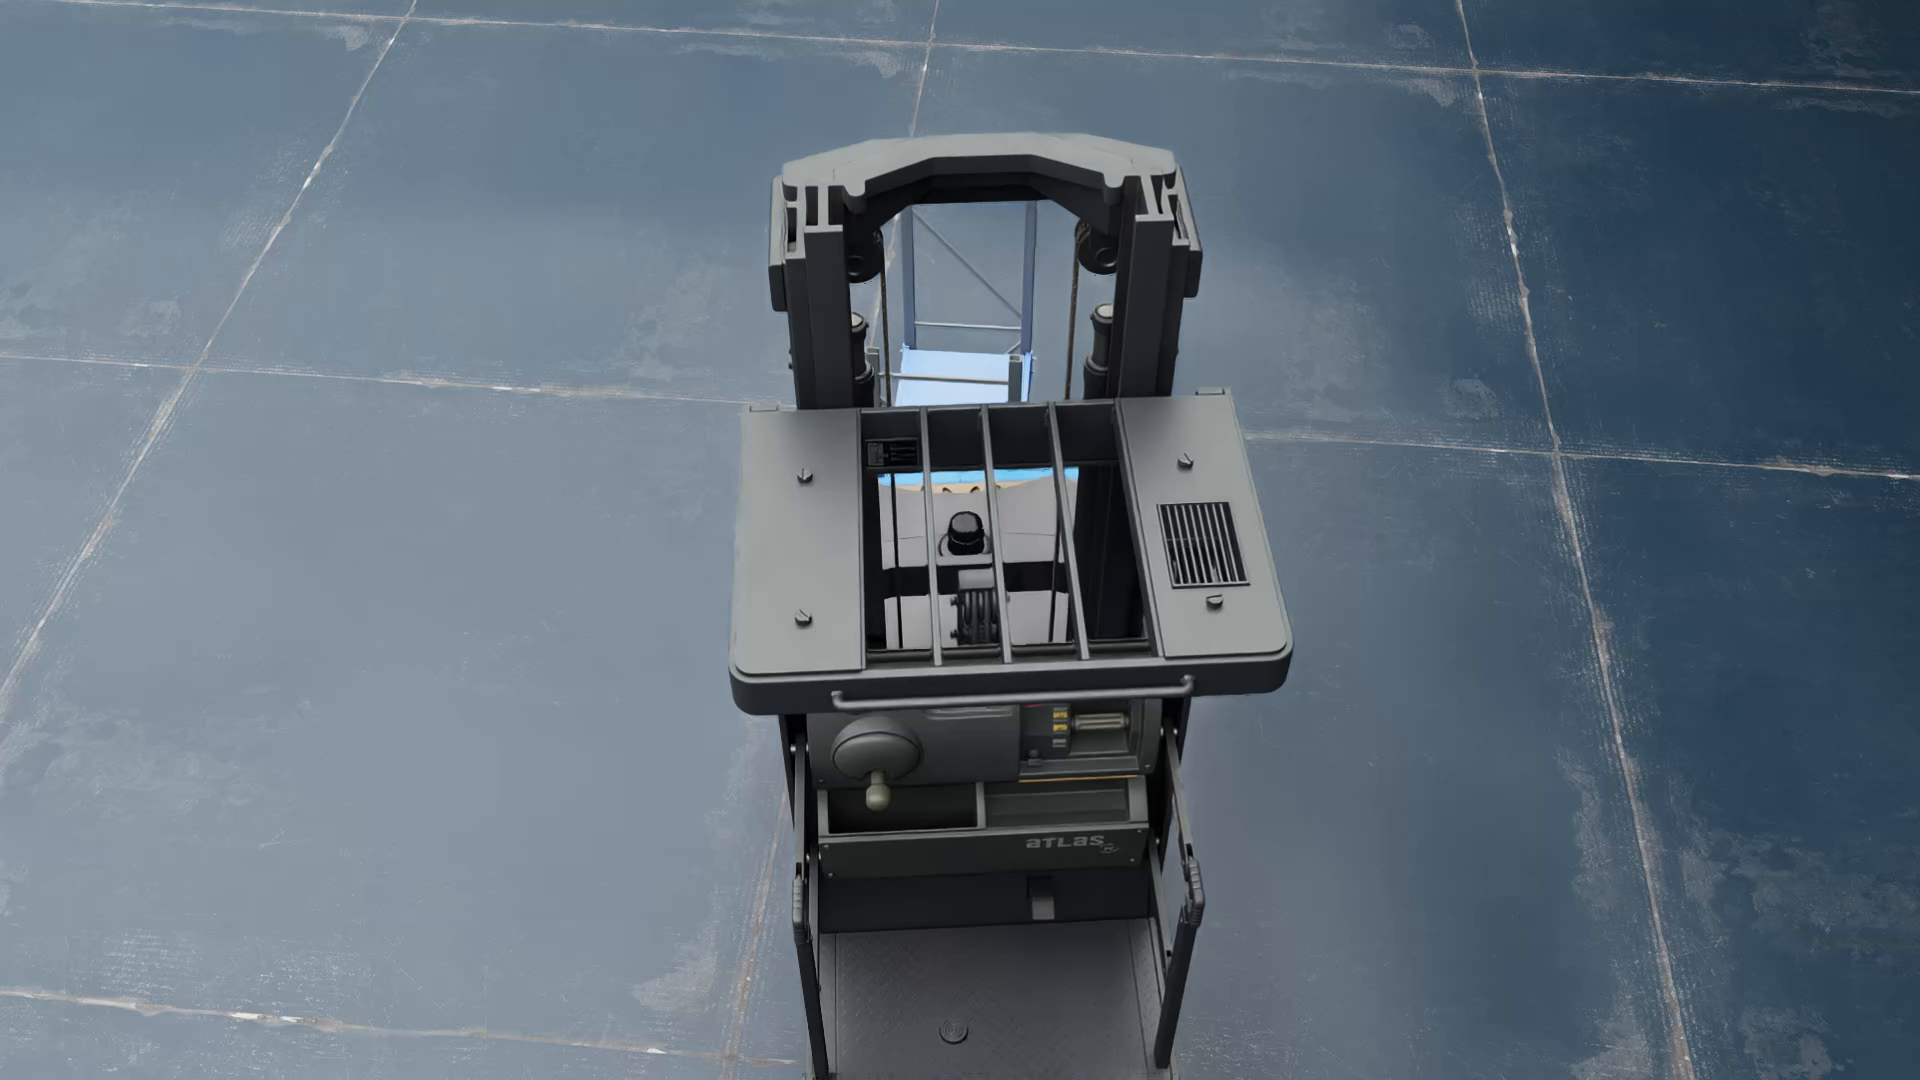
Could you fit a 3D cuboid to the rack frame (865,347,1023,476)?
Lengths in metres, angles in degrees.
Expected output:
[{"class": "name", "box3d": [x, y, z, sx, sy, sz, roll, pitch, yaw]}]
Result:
[{"class": "rack frame", "box3d": [-0.052, -0.081, 5.807, 0.500, 1.500, 0.032, 3, 48, 3]}]

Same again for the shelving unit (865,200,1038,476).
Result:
[{"class": "shelving unit", "box3d": [-0.010, -0.454, 6.149, 0.538, 1.500, 1.048, 3, 48, 3]}]

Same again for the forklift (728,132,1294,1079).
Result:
[{"class": "forklift", "box3d": [0.079, 0.600, 4.215, 1.130, 2.935, 3.031, -2, 48, -2]}]

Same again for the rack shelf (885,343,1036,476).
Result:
[{"class": "rack shelf", "box3d": [-0.010, -0.333, 6.282, 0.538, 0.185, 1.000, 3, 48, 3]}]

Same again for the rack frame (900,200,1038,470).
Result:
[{"class": "rack frame", "box3d": [0.031, -0.828, 6.491, 0.500, 1.500, 0.032, 3, 48, 3]}]
